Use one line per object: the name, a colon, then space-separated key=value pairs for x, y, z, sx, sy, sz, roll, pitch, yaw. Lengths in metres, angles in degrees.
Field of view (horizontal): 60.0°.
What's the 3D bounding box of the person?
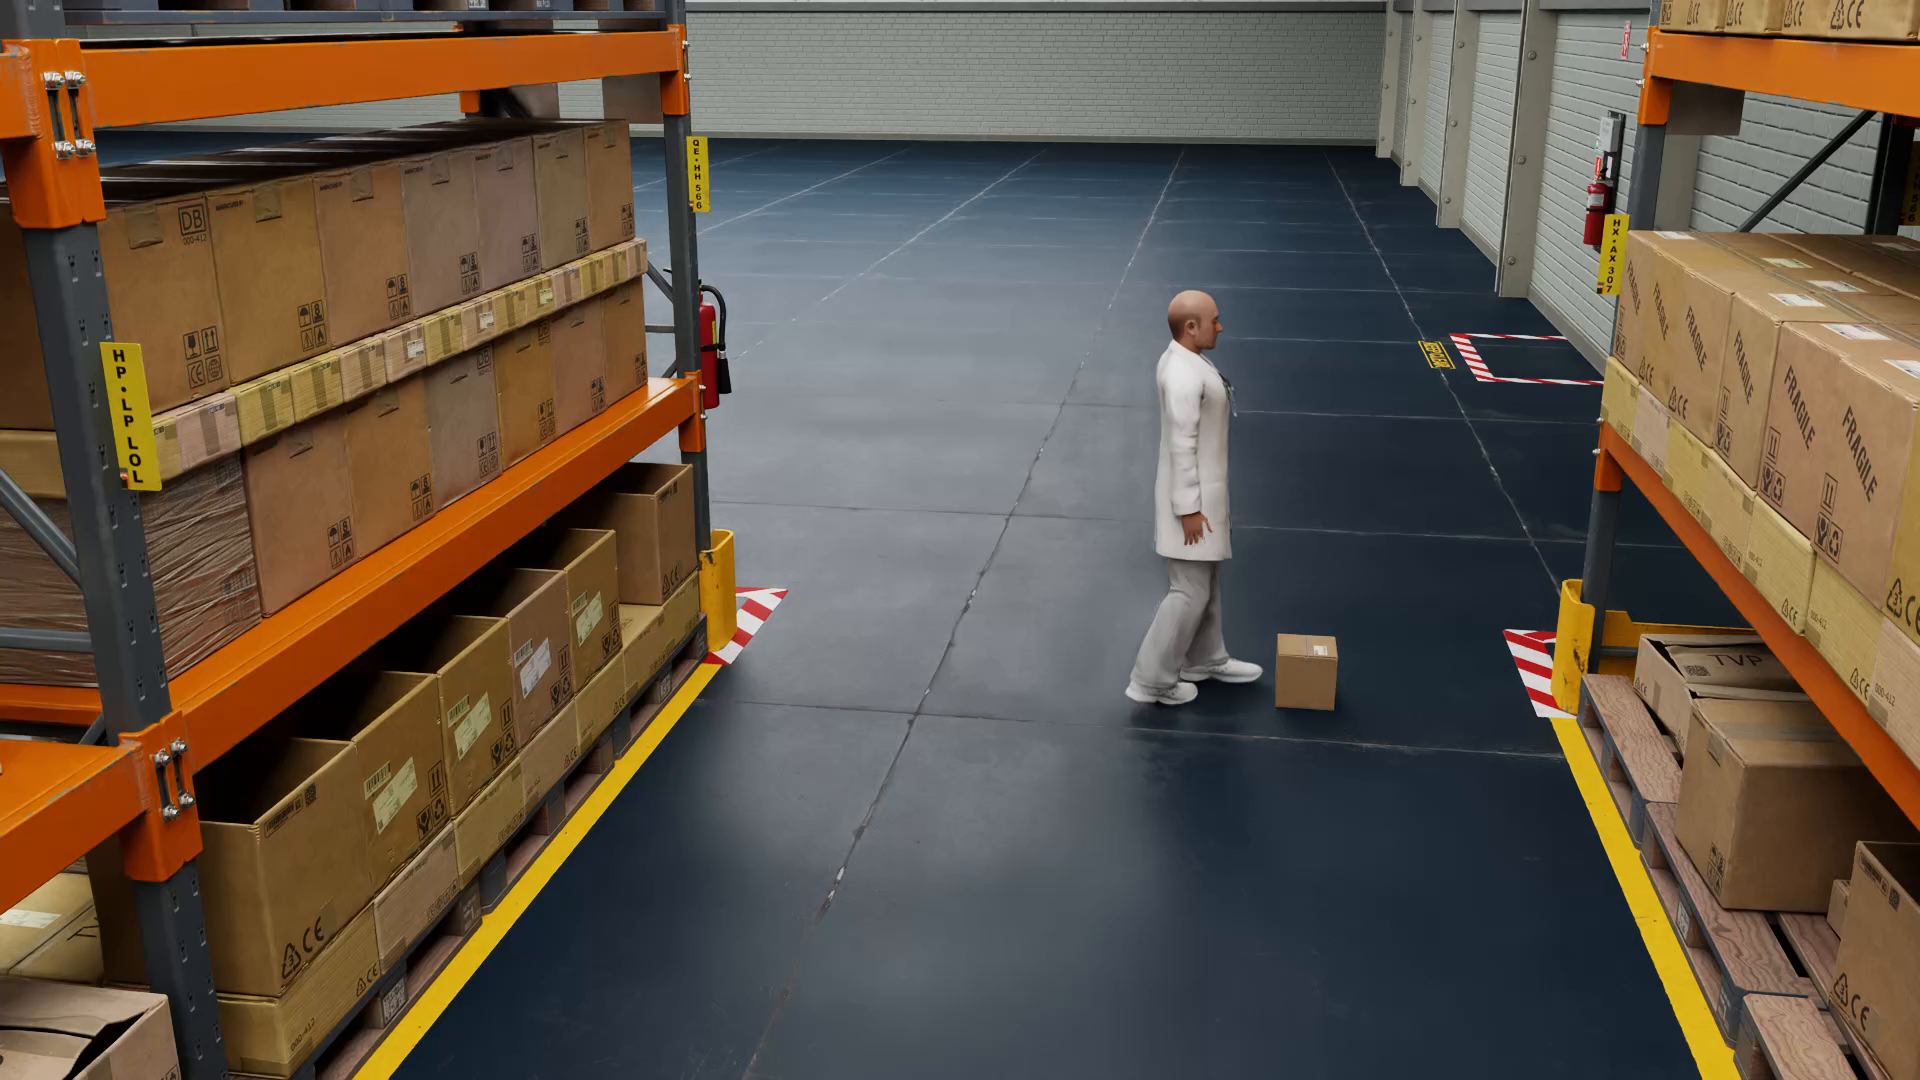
person: x=1.039 y=-0.178 z=7.142 sx=0.633 sy=1.795 sz=0.618 roll=1 pitch=18 yaw=3
